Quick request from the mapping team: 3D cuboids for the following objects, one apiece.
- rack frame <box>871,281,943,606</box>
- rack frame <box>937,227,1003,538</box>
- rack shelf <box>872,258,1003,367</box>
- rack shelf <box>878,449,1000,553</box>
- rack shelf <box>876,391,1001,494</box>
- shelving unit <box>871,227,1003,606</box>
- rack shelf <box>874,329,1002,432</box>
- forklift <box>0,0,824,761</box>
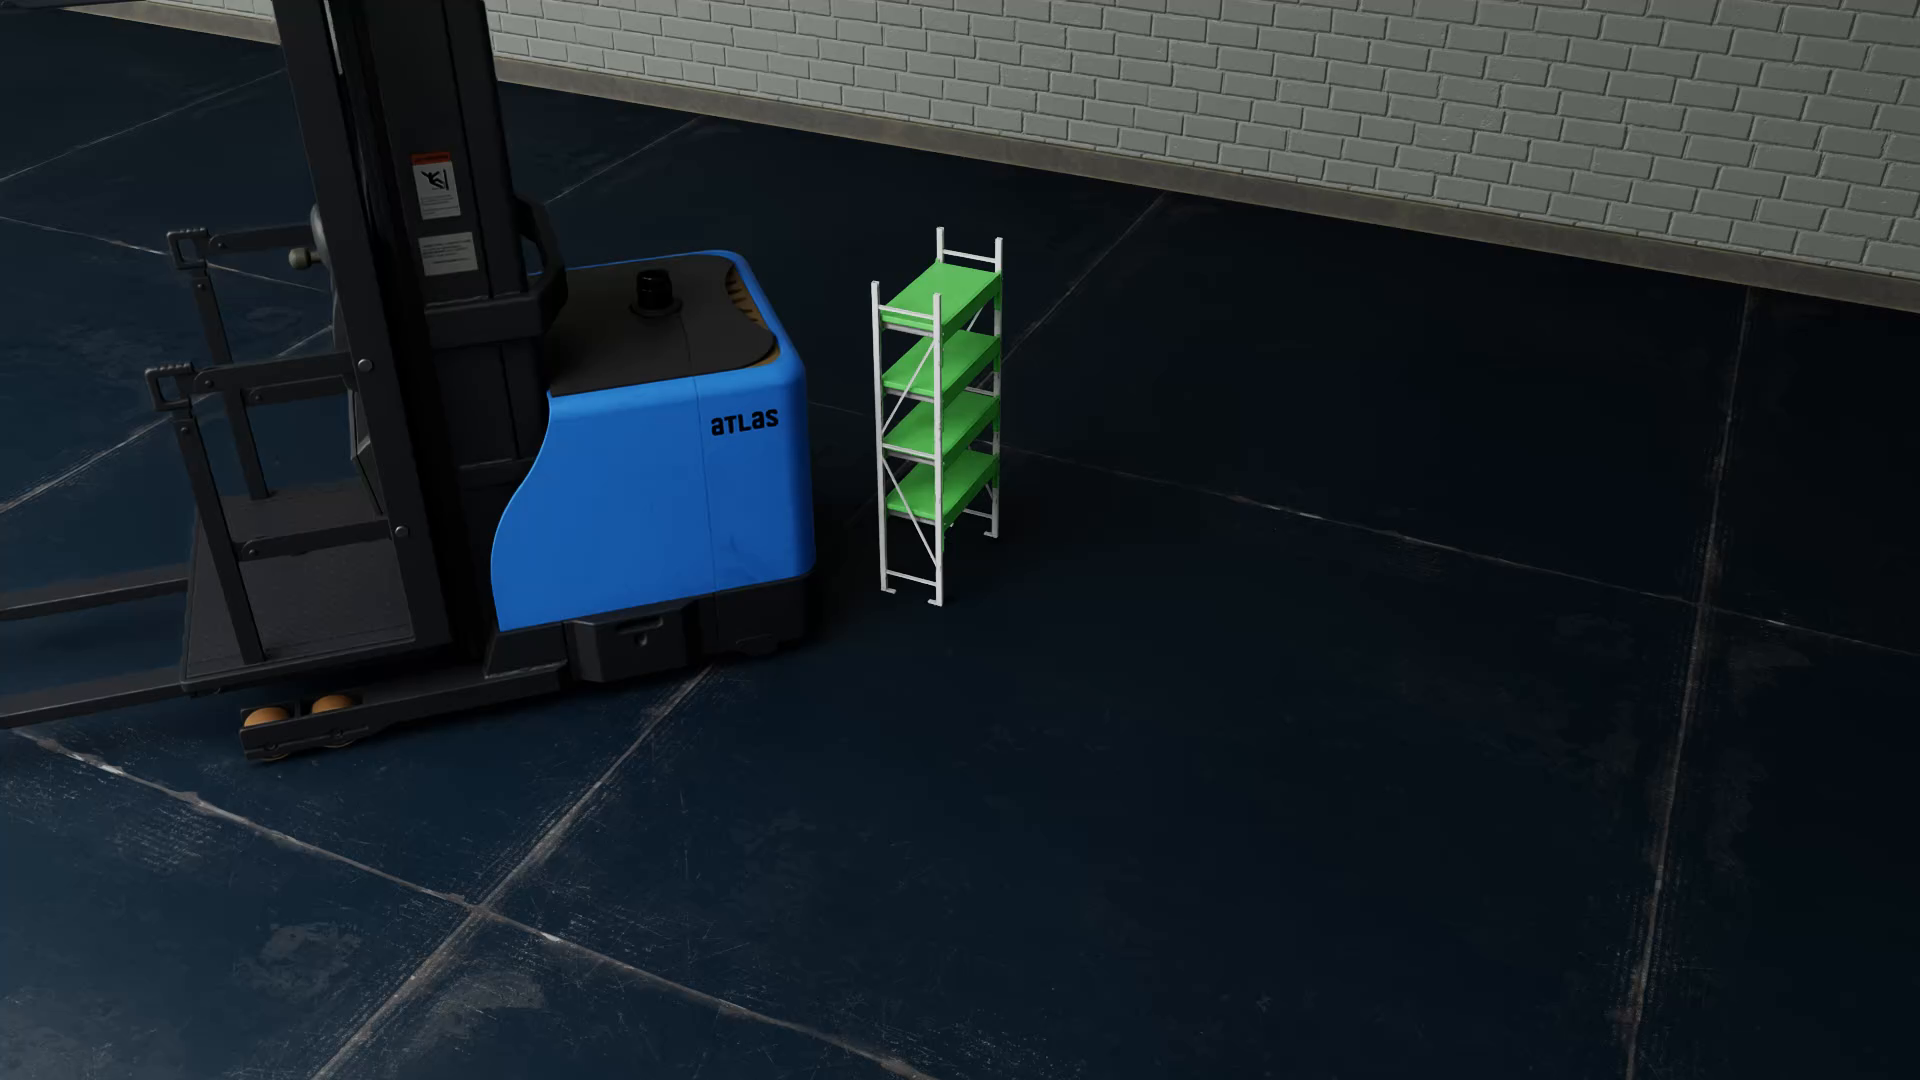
[{"bbox_3d":[-0.171,-0.298,5.610,0.240,1.200,0.015,14,36,20],"label":"rack frame"},{"bbox_3d":[0.033,-0.541,5.981,0.240,1.200,0.015,14,36,20],"label":"rack frame"},{"bbox_3d":[-0.069,-0.767,5.567,0.258,0.148,0.480,14,36,20],"label":"rack shelf"},{"bbox_3d":[-0.069,-0.165,5.962,0.258,0.148,0.480,14,36,20],"label":"rack shelf"},{"bbox_3d":[-0.069,-0.366,5.830,0.258,0.148,0.480,14,36,20],"label":"rack shelf"},{"bbox_3d":[-0.069,-0.419,5.795,0.258,1.200,0.503,14,36,20],"label":"shelving unit"},{"bbox_3d":[-0.069,-0.567,5.699,0.258,0.148,0.480,14,36,20],"label":"rack shelf"},{"bbox_3d":[-2.042,-0.862,4.892,3.031,2.935,1.130,-10,35,-15],"label":"forklift"}]
